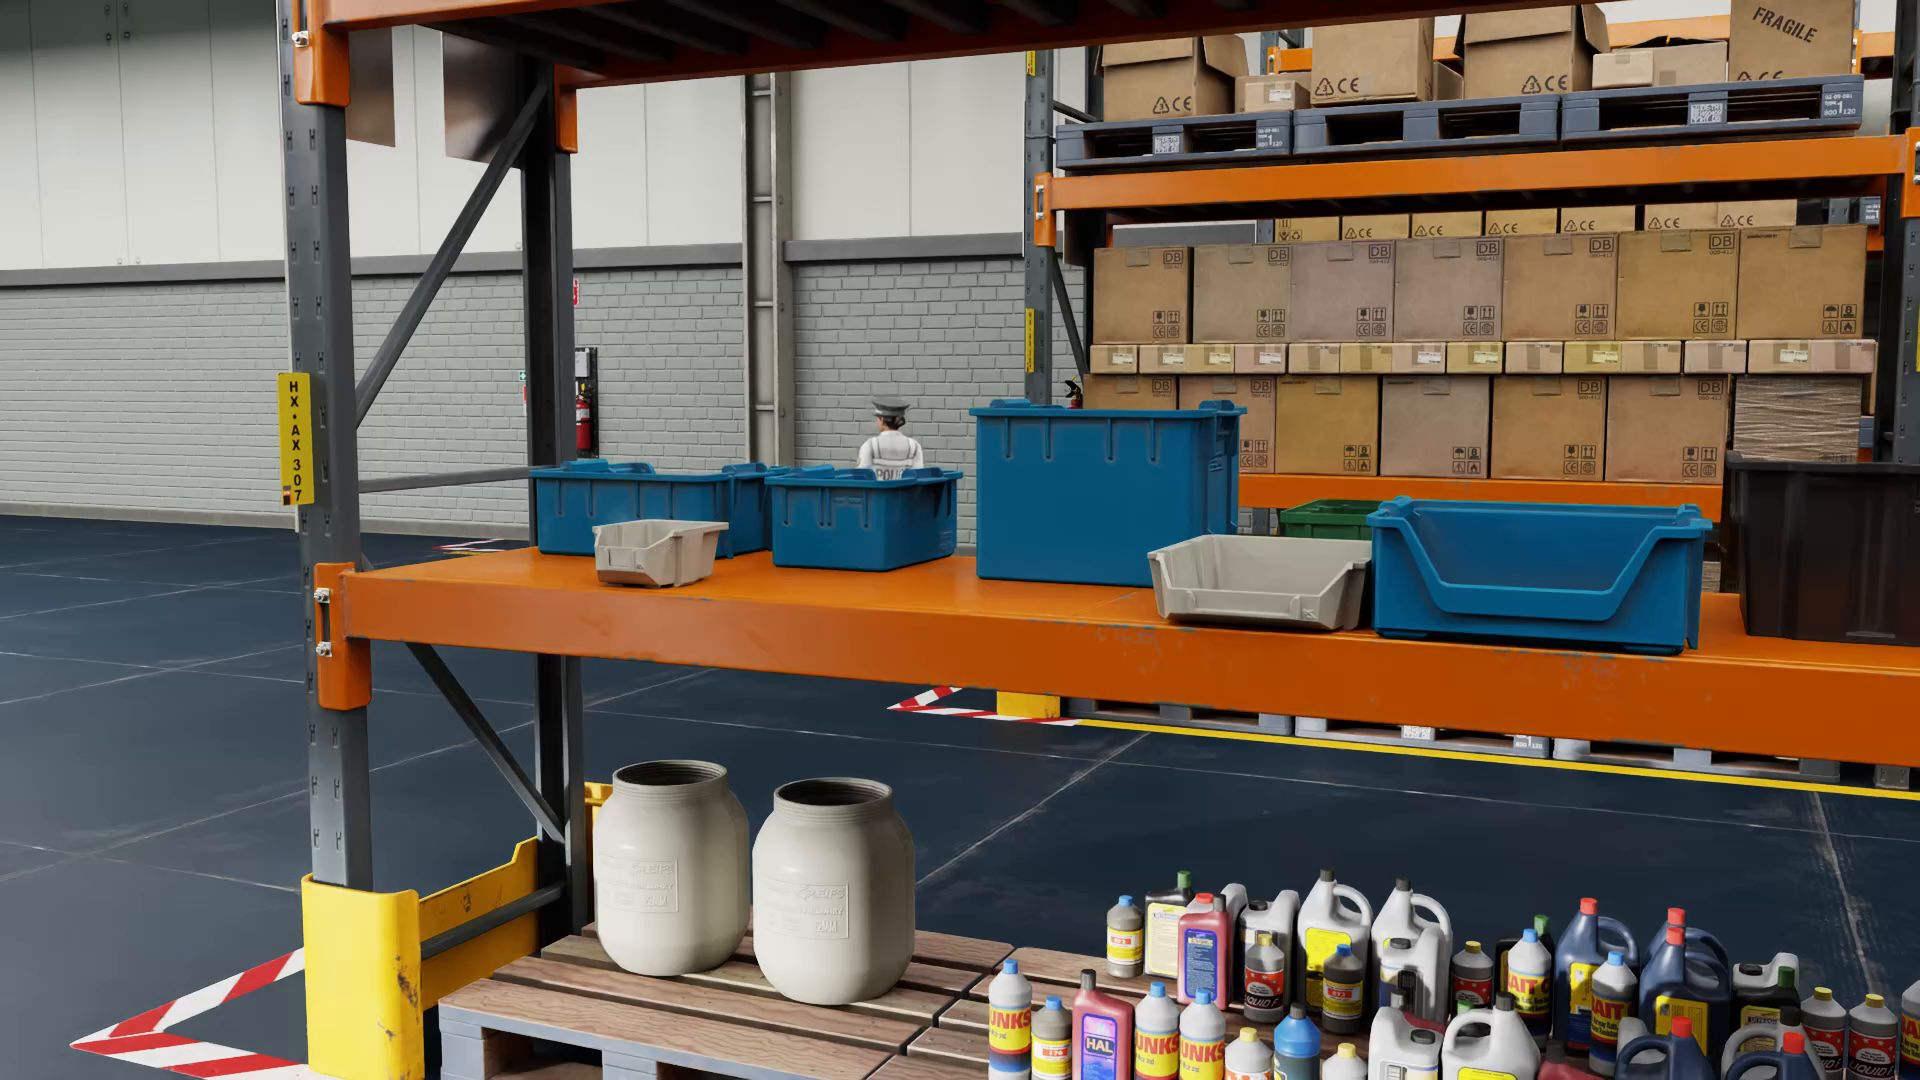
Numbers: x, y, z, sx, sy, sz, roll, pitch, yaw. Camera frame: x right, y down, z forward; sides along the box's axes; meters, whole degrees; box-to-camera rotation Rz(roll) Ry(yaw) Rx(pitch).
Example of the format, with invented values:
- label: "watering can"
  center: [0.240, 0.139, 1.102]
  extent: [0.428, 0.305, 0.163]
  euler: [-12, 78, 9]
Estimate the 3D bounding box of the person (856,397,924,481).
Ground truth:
- label: "person"
  center: [-0.543, -0.175, 11.466]
  extent: [0.529, 1.622, 0.954]
  euler: [-3, 6, -24]
